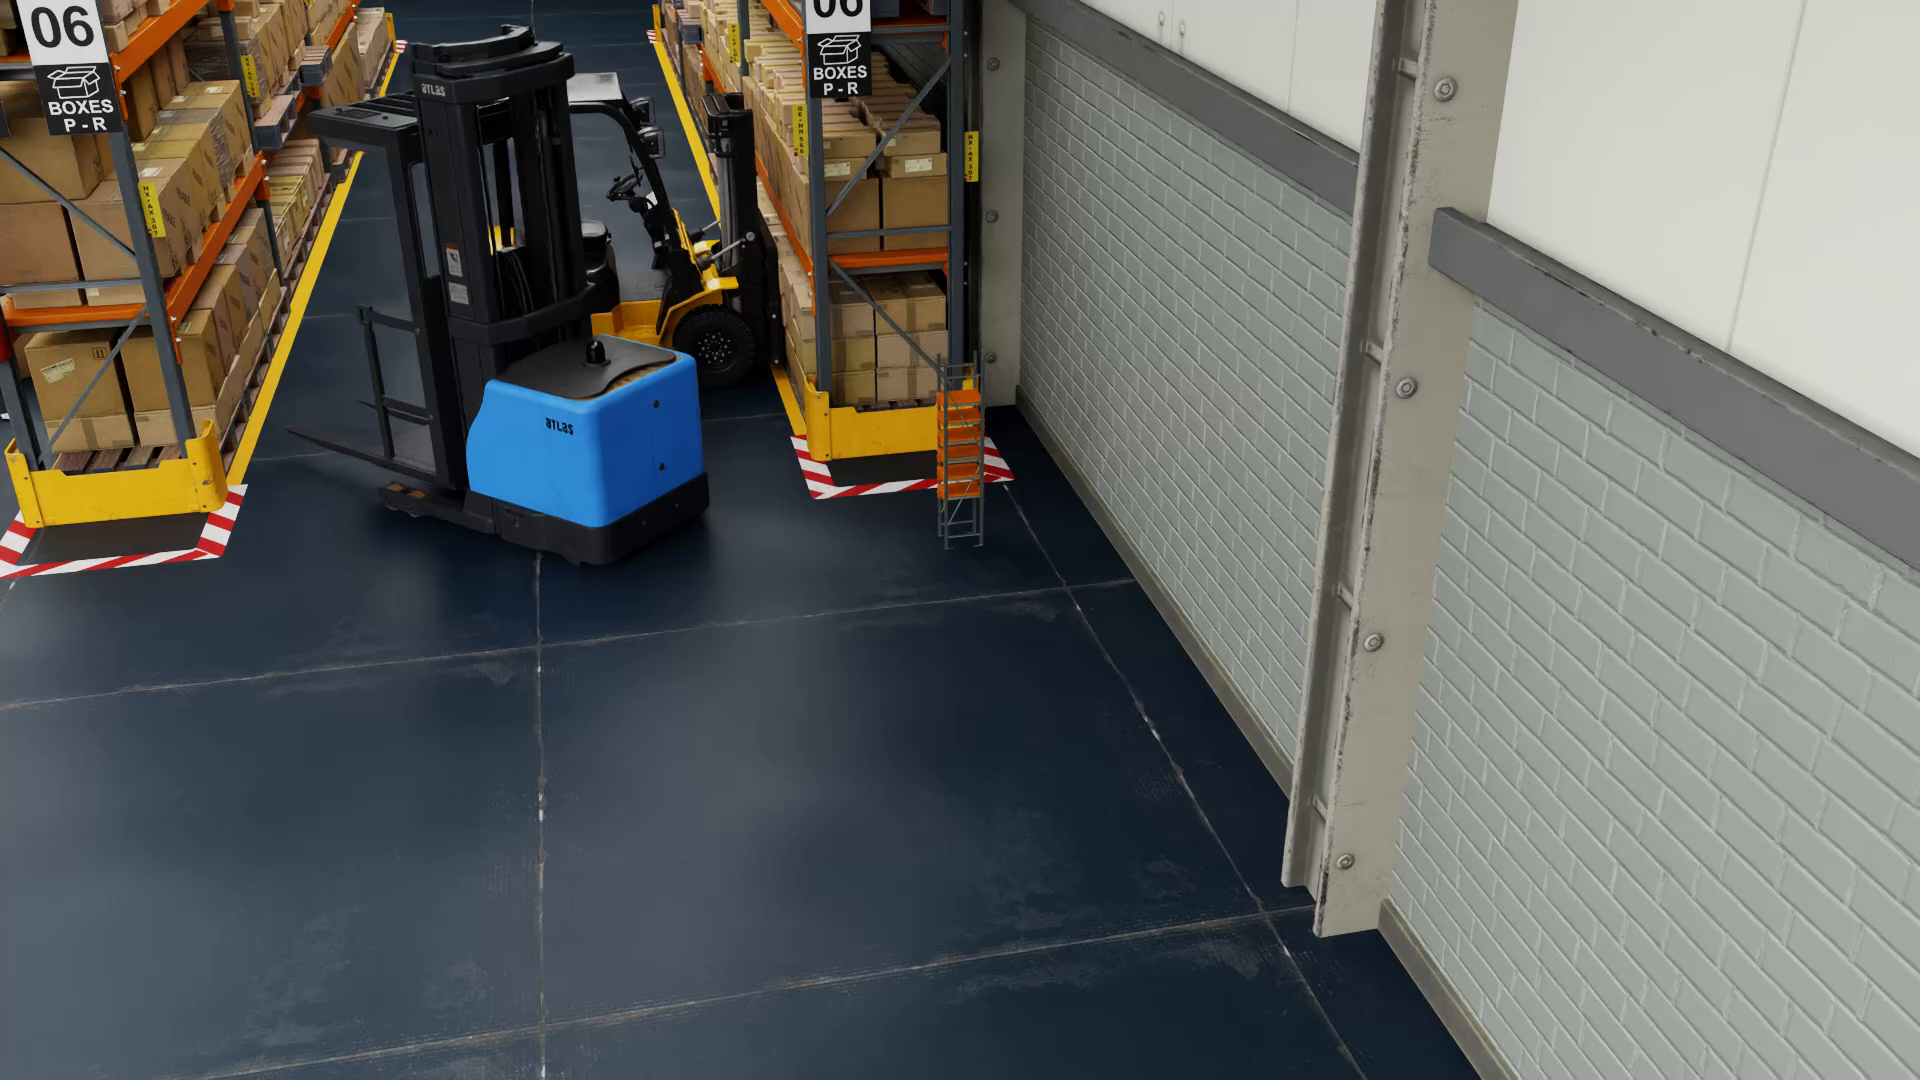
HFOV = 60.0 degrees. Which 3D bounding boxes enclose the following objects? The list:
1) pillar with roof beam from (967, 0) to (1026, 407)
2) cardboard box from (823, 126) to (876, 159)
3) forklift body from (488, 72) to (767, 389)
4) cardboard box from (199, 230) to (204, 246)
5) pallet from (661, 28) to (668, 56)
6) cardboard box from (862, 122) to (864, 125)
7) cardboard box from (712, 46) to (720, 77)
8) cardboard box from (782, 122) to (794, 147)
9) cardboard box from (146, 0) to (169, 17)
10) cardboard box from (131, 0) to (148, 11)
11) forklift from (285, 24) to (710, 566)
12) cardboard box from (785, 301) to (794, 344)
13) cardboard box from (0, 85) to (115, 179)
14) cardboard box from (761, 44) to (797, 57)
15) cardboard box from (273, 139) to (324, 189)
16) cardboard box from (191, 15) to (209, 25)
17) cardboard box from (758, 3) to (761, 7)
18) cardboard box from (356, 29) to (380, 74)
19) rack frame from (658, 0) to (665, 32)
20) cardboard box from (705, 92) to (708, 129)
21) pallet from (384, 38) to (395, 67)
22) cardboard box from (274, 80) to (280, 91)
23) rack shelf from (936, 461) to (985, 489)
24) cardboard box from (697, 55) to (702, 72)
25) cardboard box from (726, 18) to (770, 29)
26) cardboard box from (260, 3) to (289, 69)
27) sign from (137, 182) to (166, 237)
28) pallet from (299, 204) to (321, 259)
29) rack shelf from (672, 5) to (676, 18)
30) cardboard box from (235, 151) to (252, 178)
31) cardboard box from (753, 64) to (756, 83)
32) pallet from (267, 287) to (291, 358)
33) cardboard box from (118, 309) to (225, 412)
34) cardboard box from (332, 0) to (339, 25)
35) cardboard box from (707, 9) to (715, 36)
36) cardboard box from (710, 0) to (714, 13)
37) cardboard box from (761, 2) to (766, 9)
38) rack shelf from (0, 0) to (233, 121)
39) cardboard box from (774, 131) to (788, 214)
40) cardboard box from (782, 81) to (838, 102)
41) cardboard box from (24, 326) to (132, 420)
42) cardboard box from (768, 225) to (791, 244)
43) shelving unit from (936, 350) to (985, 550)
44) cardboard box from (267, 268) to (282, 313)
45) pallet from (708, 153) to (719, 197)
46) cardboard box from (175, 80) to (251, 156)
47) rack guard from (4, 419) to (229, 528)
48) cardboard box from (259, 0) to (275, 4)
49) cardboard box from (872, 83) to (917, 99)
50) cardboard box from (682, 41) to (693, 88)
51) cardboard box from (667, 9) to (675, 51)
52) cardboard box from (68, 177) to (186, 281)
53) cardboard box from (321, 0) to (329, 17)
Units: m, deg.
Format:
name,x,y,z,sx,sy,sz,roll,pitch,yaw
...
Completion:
name,x,y,z,sx,sy,sz,roll,pitch,yaw
pillar with roof beam,-3.946,-4.653,9.483,9.100,9.000,0.400,-6,27,-12
cardboard box,-0.759,-2.618,10.947,0.380,0.149,0.250,-6,27,-11
forklift body,-2.677,-2.284,12.387,2.313,2.155,1.214,-6,27,-12
cardboard box,-5.338,-2.028,11.218,0.380,0.149,0.250,-5,27,-10
pallet,-3.881,-7.411,24.699,1.003,0.211,1.213,-6,27,-12
cardboard box,-0.517,-3.096,12.225,0.380,0.149,0.250,-5,27,-10
cardboard box,-2.182,-4.794,16.585,0.500,0.250,0.500,-7,28,-13
cardboard box,-1.060,-2.925,11.885,0.380,0.149,0.250,-7,28,-13
cardboard box,-5.361,-3.482,10.769,0.380,0.149,0.250,-6,27,-11
cardboard box,-5.266,-3.384,10.134,0.500,0.250,0.500,-6,27,-12
forklift,-3.109,-1.637,10.241,3.031,2.935,1.130,16,31,28
cardboard box,-0.989,-1.602,12.125,0.500,0.250,0.500,-6,27,-12
cardboard box,-5.742,-2.558,10.439,0.700,0.500,0.500,-6,27,-11
cardboard box,-1.427,-3.964,13.614,0.380,0.149,0.250,-6,27,-11
cardboard box,-6.993,-3.787,16.874,0.950,0.372,0.625,-8,28,-15
cardboard box,-6.760,-4.255,14.443,0.500,0.500,0.500,-5,27,-10
cardboard box,-1.904,-5.515,17.458,0.500,0.250,0.500,-5,27,-10
cardboard box,-8.251,-6.501,22.178,0.875,0.438,0.875,-7,28,-13
rack frame,-4.078,-9.039,24.830,1.000,3.000,0.127,-6,27,-12
cardboard box,-2.580,-4.763,18.665,0.500,0.500,0.500,-5,27,-10
pallet,-8.657,-6.946,23.777,1.003,0.211,1.213,-6,27,-12
cardboard box,-6.283,-4.069,14.795,0.380,0.149,0.250,-6,27,-11
rack shelf,0.003,-0.382,10.041,0.258,0.103,0.180,-6,27,-12
cardboard box,-2.905,-5.664,19.732,0.380,0.149,0.250,-7,28,-14
cardboard box,-1.984,-4.791,15.582,0.380,0.149,0.250,-6,27,-11
cardboard box,-6.373,-4.528,14.985,0.500,0.500,0.500,-7,28,-14
sign,-4.779,-1.951,9.826,0.100,0.325,0.005,-6,27,-12
pallet,-6.665,-2.899,15.759,1.003,0.211,1.213,-6,27,-12
rack shelf,-3.628,-7.840,23.252,1.077,0.370,4.000,-6,27,-12
cardboard box,-5.777,-2.934,13.014,0.380,0.149,0.250,-5,27,-10
cardboard box,-1.499,-3.825,13.669,0.380,0.149,0.250,-5,27,-10
pallet,-6.023,-1.729,13.442,1.003,0.211,1.213,-6,27,-12
cardboard box,-5.226,-1.197,11.046,0.500,0.500,0.500,-7,28,-13
cardboard box,-7.457,-6.092,19.157,0.500,0.250,0.500,-7,28,-13
cardboard box,-2.302,-5.244,16.922,0.500,0.250,0.500,-5,27,-10
cardboard box,-2.346,-5.464,16.916,0.380,0.149,0.250,-5,27,-10
cardboard box,-1.838,-5.516,17.018,0.380,0.149,0.250,-6,27,-12
rack shelf,-5.758,-3.405,11.138,1.077,0.370,4.000,-6,27,-12
cardboard box,-1.063,-2.703,12.165,0.500,0.500,0.500,-6,27,-13
cardboard box,-1.110,-3.291,12.280,0.380,0.149,0.250,-6,27,-11
cardboard box,-5.742,-1.130,10.912,0.500,0.500,0.500,-6,27,-11
cardboard box,-1.231,-2.259,12.873,0.500,0.250,0.500,-7,28,-13
shelving unit,0.003,-0.529,9.967,0.258,1.200,0.189,-6,27,-12
cardboard box,-5.814,-1.993,13.456,0.500,0.250,0.500,-5,27,-9
pallet,-2.128,-3.917,17.776,1.003,0.211,1.213,-6,27,-12
cardboard box,-5.867,-3.273,12.965,0.500,0.500,0.500,-7,28,-13
rack guard,-5.325,-0.427,10.541,1.175,0.500,0.348,-6,27,-12
cardboard box,-6.467,-4.986,15.173,0.380,0.149,0.250,-7,28,-14
cardboard box,-0.528,-3.233,12.165,0.380,0.149,0.250,-7,28,-13
cardboard box,-3.287,-6.120,21.353,0.500,0.500,0.500,-5,27,-9
cardboard box,-3.856,-7.211,23.516,0.500,0.500,0.500,-5,27,-11
cardboard box,-5.144,-1.923,10.290,0.500,0.500,0.500,-6,27,-12
cardboard box,-7.200,-5.872,18.167,0.500,0.250,0.500,-6,27,-12
